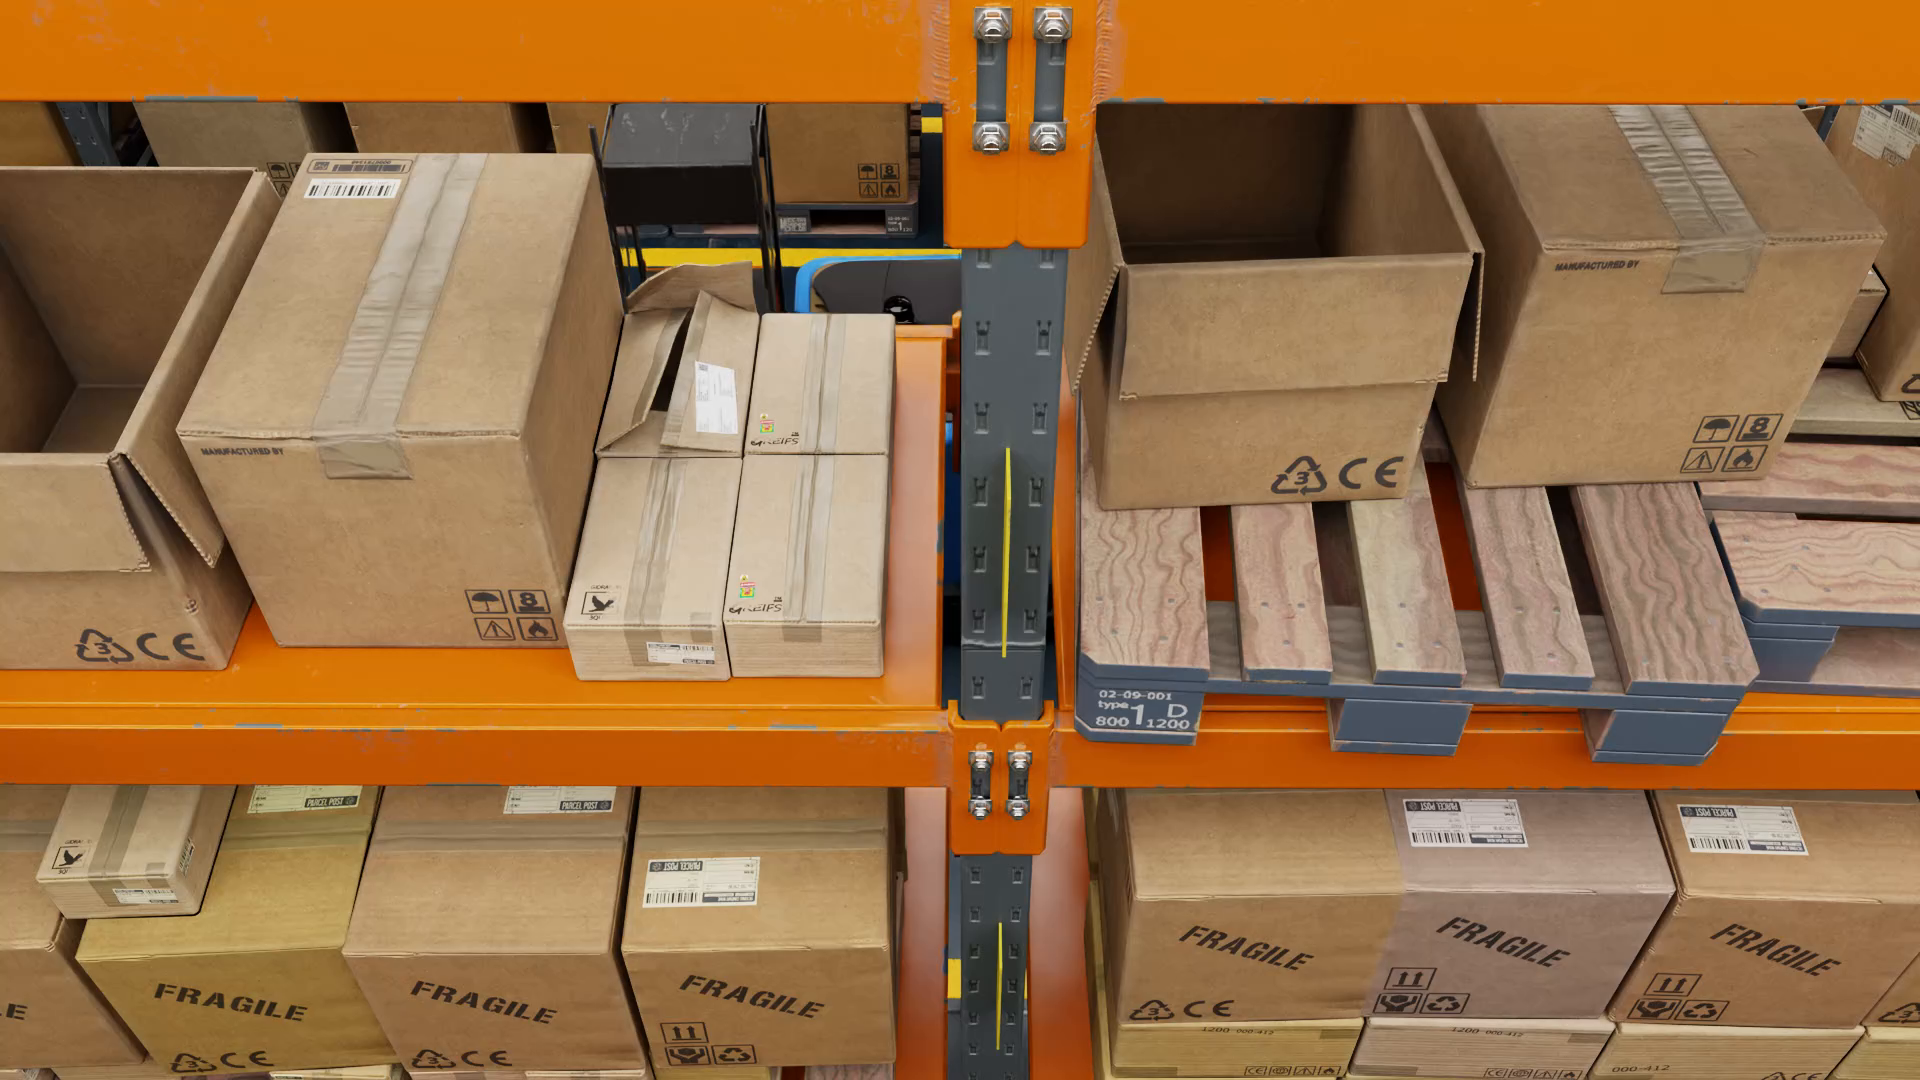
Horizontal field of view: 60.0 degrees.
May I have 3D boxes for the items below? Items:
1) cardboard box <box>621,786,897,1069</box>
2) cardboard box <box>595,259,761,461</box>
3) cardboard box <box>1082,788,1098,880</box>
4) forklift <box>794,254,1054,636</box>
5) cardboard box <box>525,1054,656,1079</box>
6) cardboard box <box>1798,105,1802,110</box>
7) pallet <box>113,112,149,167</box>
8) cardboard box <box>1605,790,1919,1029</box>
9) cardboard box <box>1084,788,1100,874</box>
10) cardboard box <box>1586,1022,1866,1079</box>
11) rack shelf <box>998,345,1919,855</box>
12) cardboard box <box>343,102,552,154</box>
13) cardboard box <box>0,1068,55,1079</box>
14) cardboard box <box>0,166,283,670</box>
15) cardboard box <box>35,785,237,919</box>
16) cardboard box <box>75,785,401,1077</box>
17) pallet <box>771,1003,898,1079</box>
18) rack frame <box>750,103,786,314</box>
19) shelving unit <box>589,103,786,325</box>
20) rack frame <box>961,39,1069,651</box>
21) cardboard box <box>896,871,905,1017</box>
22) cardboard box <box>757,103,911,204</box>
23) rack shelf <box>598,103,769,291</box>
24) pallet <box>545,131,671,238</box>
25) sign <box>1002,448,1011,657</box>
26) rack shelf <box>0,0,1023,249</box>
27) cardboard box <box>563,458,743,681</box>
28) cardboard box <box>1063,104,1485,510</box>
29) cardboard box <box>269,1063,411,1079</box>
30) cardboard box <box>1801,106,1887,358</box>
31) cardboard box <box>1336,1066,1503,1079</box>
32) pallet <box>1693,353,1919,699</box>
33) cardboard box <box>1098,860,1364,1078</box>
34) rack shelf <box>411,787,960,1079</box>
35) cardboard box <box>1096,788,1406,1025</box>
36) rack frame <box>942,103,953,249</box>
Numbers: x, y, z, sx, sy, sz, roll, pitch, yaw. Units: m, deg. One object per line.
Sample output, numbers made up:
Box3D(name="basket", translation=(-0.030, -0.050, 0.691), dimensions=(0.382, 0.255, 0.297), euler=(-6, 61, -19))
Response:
Box3D(name="cardboard box", translation=(-0.389, 0.746, 3.448), dimensions=(0.500, 0.500, 0.500), euler=(-1, 47, -1))
Box3D(name="cardboard box", translation=(-0.503, -0.280, 3.004), dimensions=(0.258, 0.266, 0.396), euler=(0, 47, 0))
Box3D(name="cardboard box", translation=(0.574, 0.684, 4.166), dimensions=(0.500, 0.250, 0.500), euler=(-1, 47, -1))
Box3D(name="forklift", translation=(0.897, -1.020, 5.697), dimensions=(3.031, 2.935, 1.130), euler=(-1, 47, -1))
Box3D(name="cardboard box", translation=(-0.782, 1.020, 3.636), dimensions=(0.250, 0.149, 0.380), euler=(0, 47, 0))
Box3D(name="cardboard box", translation=(4.378, -2.211, 8.419), dimensions=(0.250, 0.149, 0.380), euler=(1, 47, 1))
Box3D(name="pallet", translation=(-4.776, -1.922, 8.395), dimensions=(1.213, 0.211, 1.003), euler=(0, 47, 0))
Box3D(name="cardboard box", translation=(1.573, 0.635, 3.359), dimensions=(0.500, 0.500, 0.500), euler=(1, 47, 1))
Box3D(name="cardboard box", translation=(0.552, 0.518, 3.979), dimensions=(0.500, 0.250, 0.500), euler=(0, 47, 0))
Box3D(name="cardboard box", translation=(1.588, 0.898, 3.626), dimensions=(0.500, 0.250, 0.500), euler=(0, 47, 0))
Box3D(name="rack shelf", translation=(2.067, 0.051, 3.096), dimensions=(4.000, 0.370, 1.077), euler=(0, 47, 0))
Box3D(name="cardboard box", translation=(-2.430, -2.248, 8.043), dimensions=(0.750, 0.750, 1.050), euler=(0, 47, 0))
Box3D(name="cardboard box", translation=(-2.078, 1.010, 3.645), dimensions=(0.250, 0.149, 0.380), euler=(2, 47, 2))
Box3D(name="cardboard box", translation=(-1.459, -0.218, 2.784), dimensions=(0.637, 0.503, 0.797), euler=(0, 47, 0))
Box3D(name="cardboard box", translation=(-1.570, 0.525, 3.211), dimensions=(0.250, 0.149, 0.380), euler=(-2, 47, -2))
Box3D(name="cardboard box", translation=(-1.410, 0.752, 3.442), dimensions=(0.500, 0.500, 0.500), euler=(-3, 47, -3))
Box3D(name="pallet", translation=(-0.646, 0.963, 3.935), dimensions=(1.003, 0.211, 1.213), euler=(0, 47, 0))
Box3D(name="rack frame", translation=(-0.638, -0.692, 5.960), dimensions=(0.015, 2.100, 0.400), euler=(-1, 47, -1))
Box3D(name="shelving unit", translation=(-0.882, -0.687, 5.955), dimensions=(0.503, 2.100, 0.431), euler=(-1, 47, -1))
Box3D(name="rack frame", translation=(0.067, -1.222, 1.740), dimensions=(0.127, 3.000, 1.000), euler=(0, 47, 0))
Box3D(name="cardboard box", translation=(-0.262, 0.936, 3.714), dimensions=(0.250, 0.149, 0.380), euler=(2, 47, 2))
Box3D(name="cardboard box", translation=(-0.624, -2.246, 8.041), dimensions=(0.750, 0.750, 1.050), euler=(0, 47, 0))
Box3D(name="rack shelf", translation=(-0.882, -1.154, 5.452), dimensions=(0.480, 0.518, 0.431), euler=(-1, 47, -1))
Box3D(name="pallet", translation=(-2.021, -1.914, 8.388), dimensions=(1.213, 0.211, 1.003), euler=(0, 47, 0))
Box3D(name="sign", translation=(0.063, 0.021, 2.279), dimensions=(0.005, 0.325, 0.100), euler=(0, 47, 0))
Box3D(name="rack shelf", translation=(-1.933, -0.846, 2.154), dimensions=(4.000, 0.370, 1.077), euler=(0, 47, 0))
Box3D(name="cardboard box", translation=(-0.498, 0.044, 2.782), dimensions=(0.250, 0.149, 0.380), euler=(0, 47, 0))
Box3D(name="cardboard box", translation=(0.444, -0.488, 2.748), dimensions=(0.637, 0.503, 0.797), euler=(-2, 47, -2))
Box3D(name="cardboard box", translation=(-1.309, 1.023, 3.633), dimensions=(0.250, 0.149, 0.380), euler=(1, 47, 1))
Box3D(name="cardboard box", translation=(1.445, -0.550, 2.968), dimensions=(0.258, 0.266, 0.396), euler=(-1, 47, -1))
Box3D(name="cardboard box", translation=(1.069, 1.047, 3.829), dimensions=(0.500, 0.250, 0.500), euler=(-1, 47, -1))
Box3D(name="pallet", translation=(1.829, -0.172, 2.940), dimensions=(1.213, 0.211, 1.003), euler=(2, 47, 2))
Box3D(name="cardboard box", translation=(0.573, 0.885, 3.638), dimensions=(0.500, 0.250, 0.500), euler=(0, 47, 0))
Box3D(name="rack shelf", translation=(-1.933, 1.062, 4.204), dimensions=(4.000, 0.370, 1.077), euler=(0, 47, 0))
Box3D(name="cardboard box", translation=(0.559, 0.628, 3.365), dimensions=(0.500, 0.500, 0.500), euler=(-1, 47, -1))
Box3D(name="rack frame", translation=(-0.016, -2.802, 7.308), dimensions=(0.127, 3.000, 1.000), euler=(0, 47, 0))
